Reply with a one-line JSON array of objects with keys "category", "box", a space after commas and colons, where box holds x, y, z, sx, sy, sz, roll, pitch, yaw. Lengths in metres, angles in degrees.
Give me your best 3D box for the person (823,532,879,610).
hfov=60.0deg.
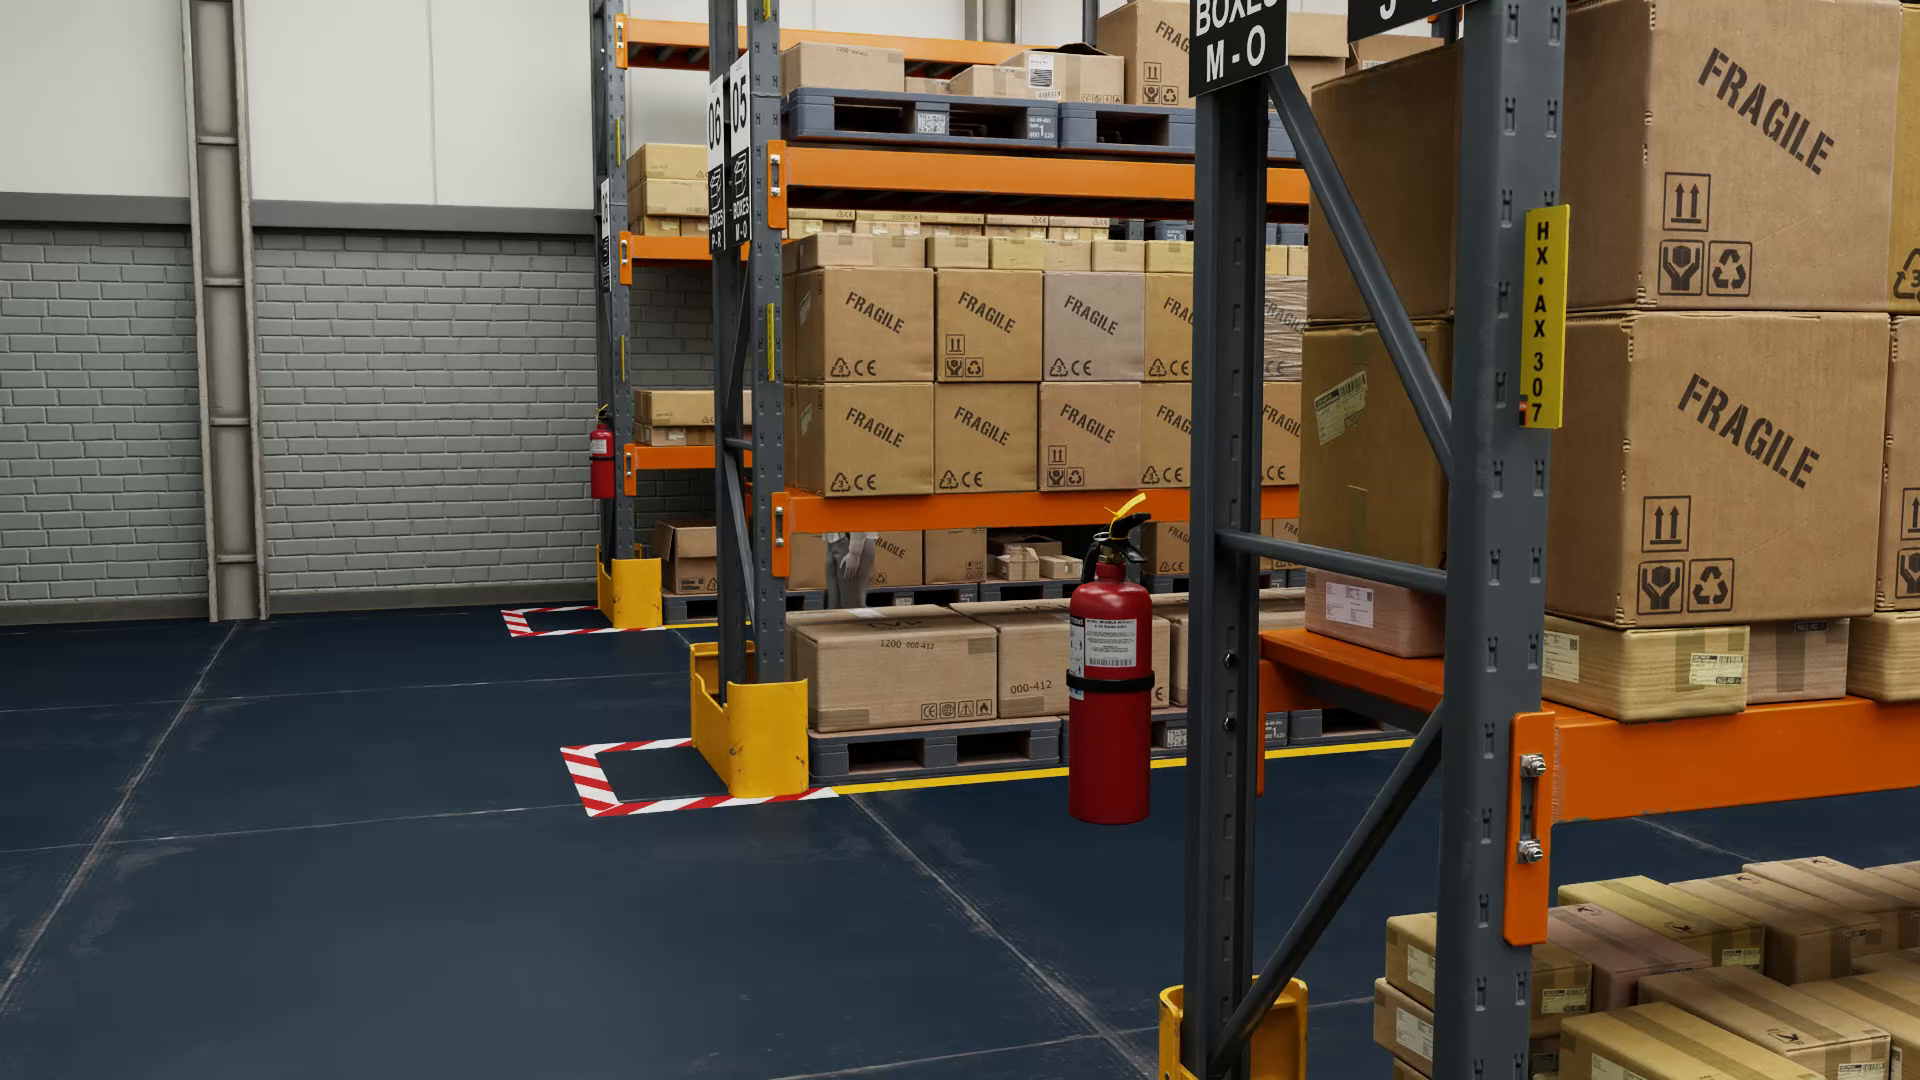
[{"category": "person", "box": [-0.630, 0.069, 9.468, 0.328, 1.671, 0.470, -2, 6, -20]}]
